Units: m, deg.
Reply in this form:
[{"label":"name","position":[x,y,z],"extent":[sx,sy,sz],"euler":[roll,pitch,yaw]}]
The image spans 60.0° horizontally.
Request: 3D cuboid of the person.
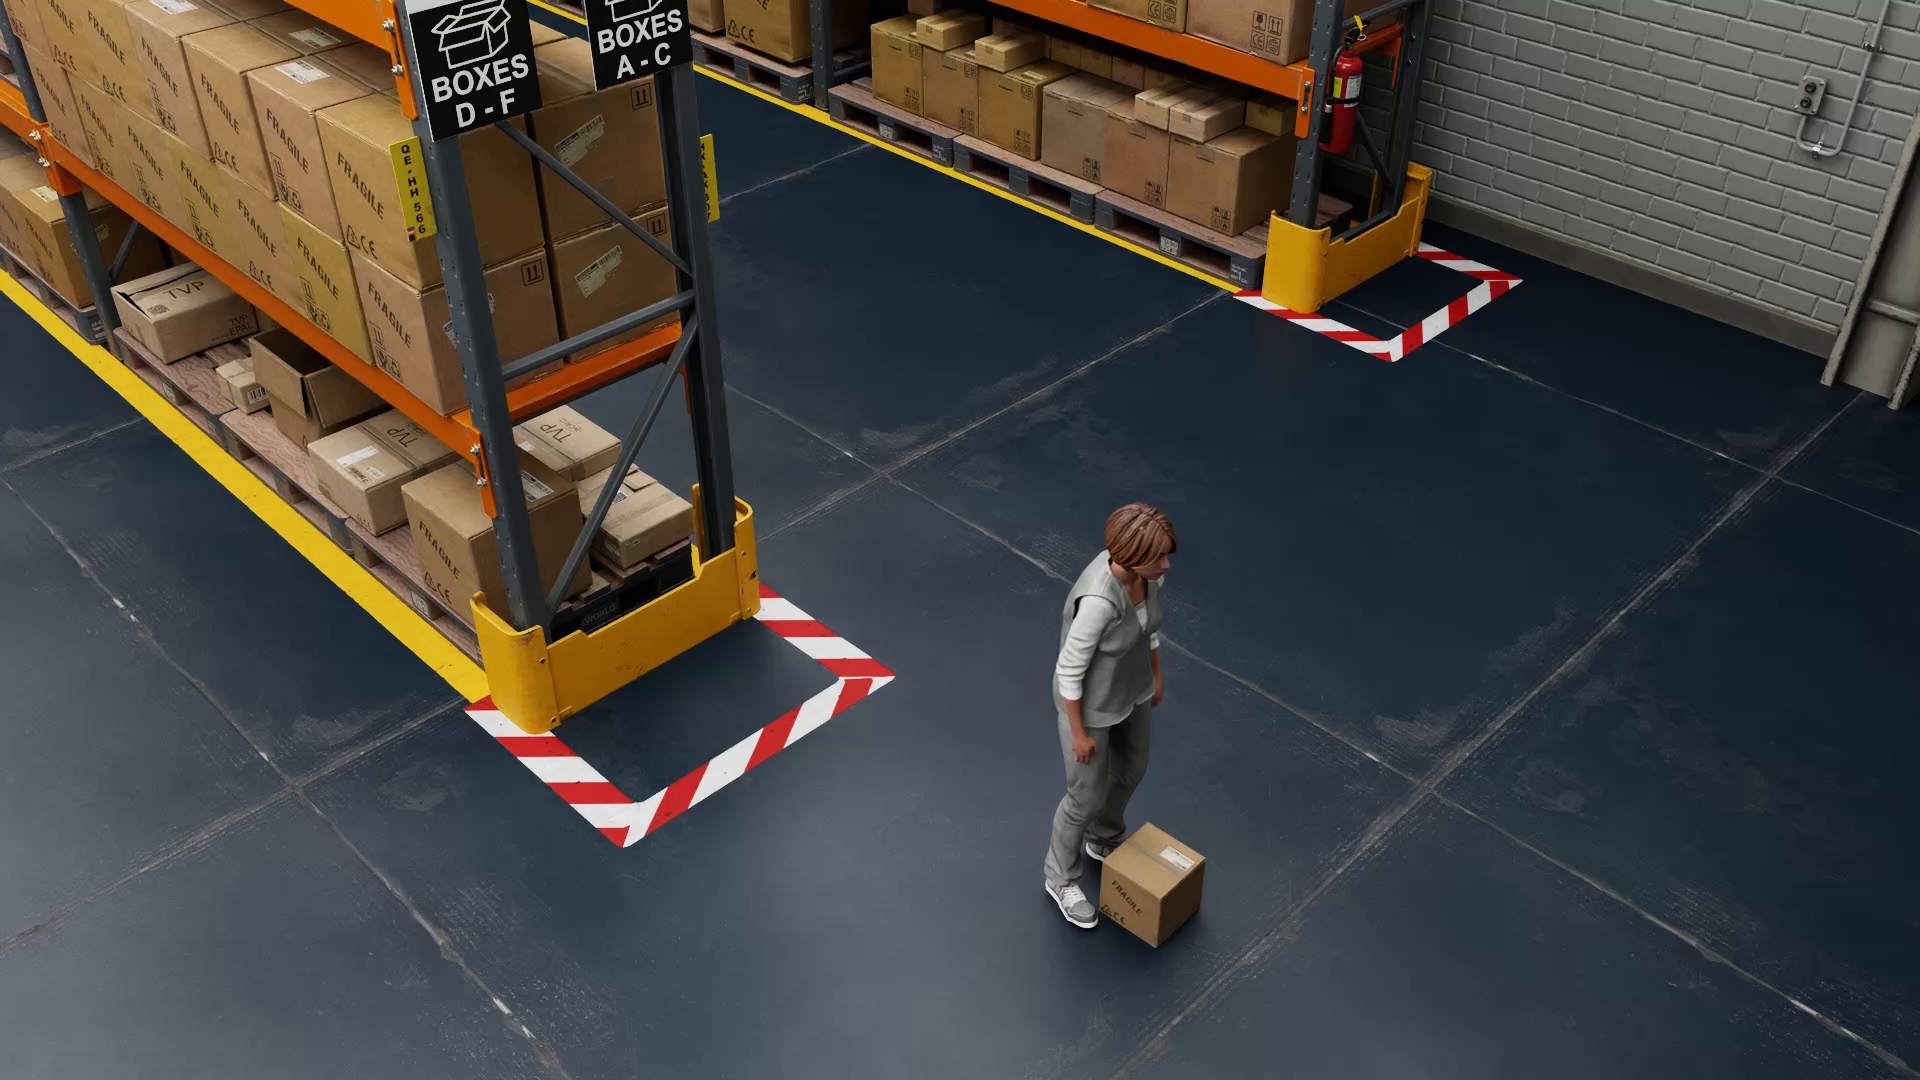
[{"label":"person","position":[0.484,0.536,5.416],"extent":[0.340,1.594,0.484],"euler":[28,44,33]}]
